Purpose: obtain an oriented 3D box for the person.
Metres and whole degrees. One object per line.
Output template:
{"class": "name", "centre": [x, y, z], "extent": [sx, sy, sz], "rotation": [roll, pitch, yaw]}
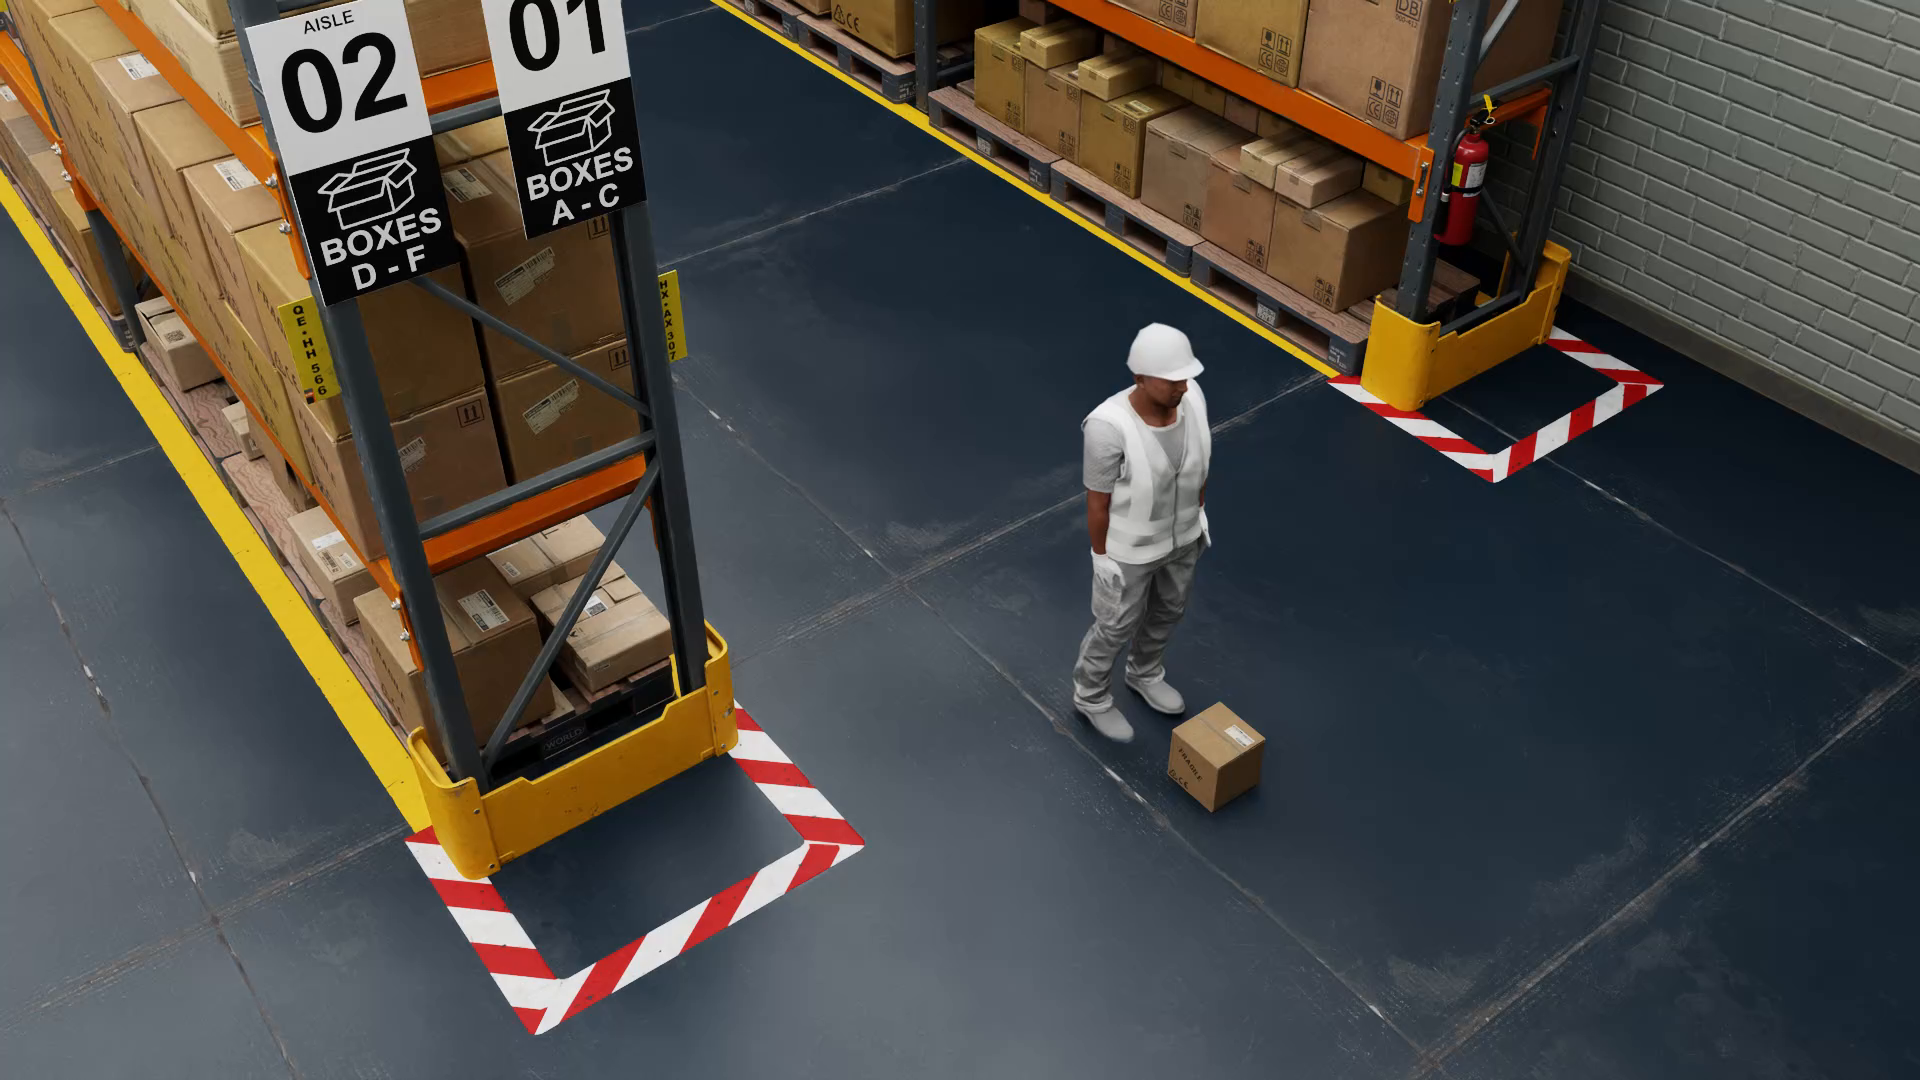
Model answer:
{"class": "person", "centre": [0.694, -0.015, 6.172], "extent": [0.545, 1.795, 0.356], "rotation": [-25, 46, -27]}
